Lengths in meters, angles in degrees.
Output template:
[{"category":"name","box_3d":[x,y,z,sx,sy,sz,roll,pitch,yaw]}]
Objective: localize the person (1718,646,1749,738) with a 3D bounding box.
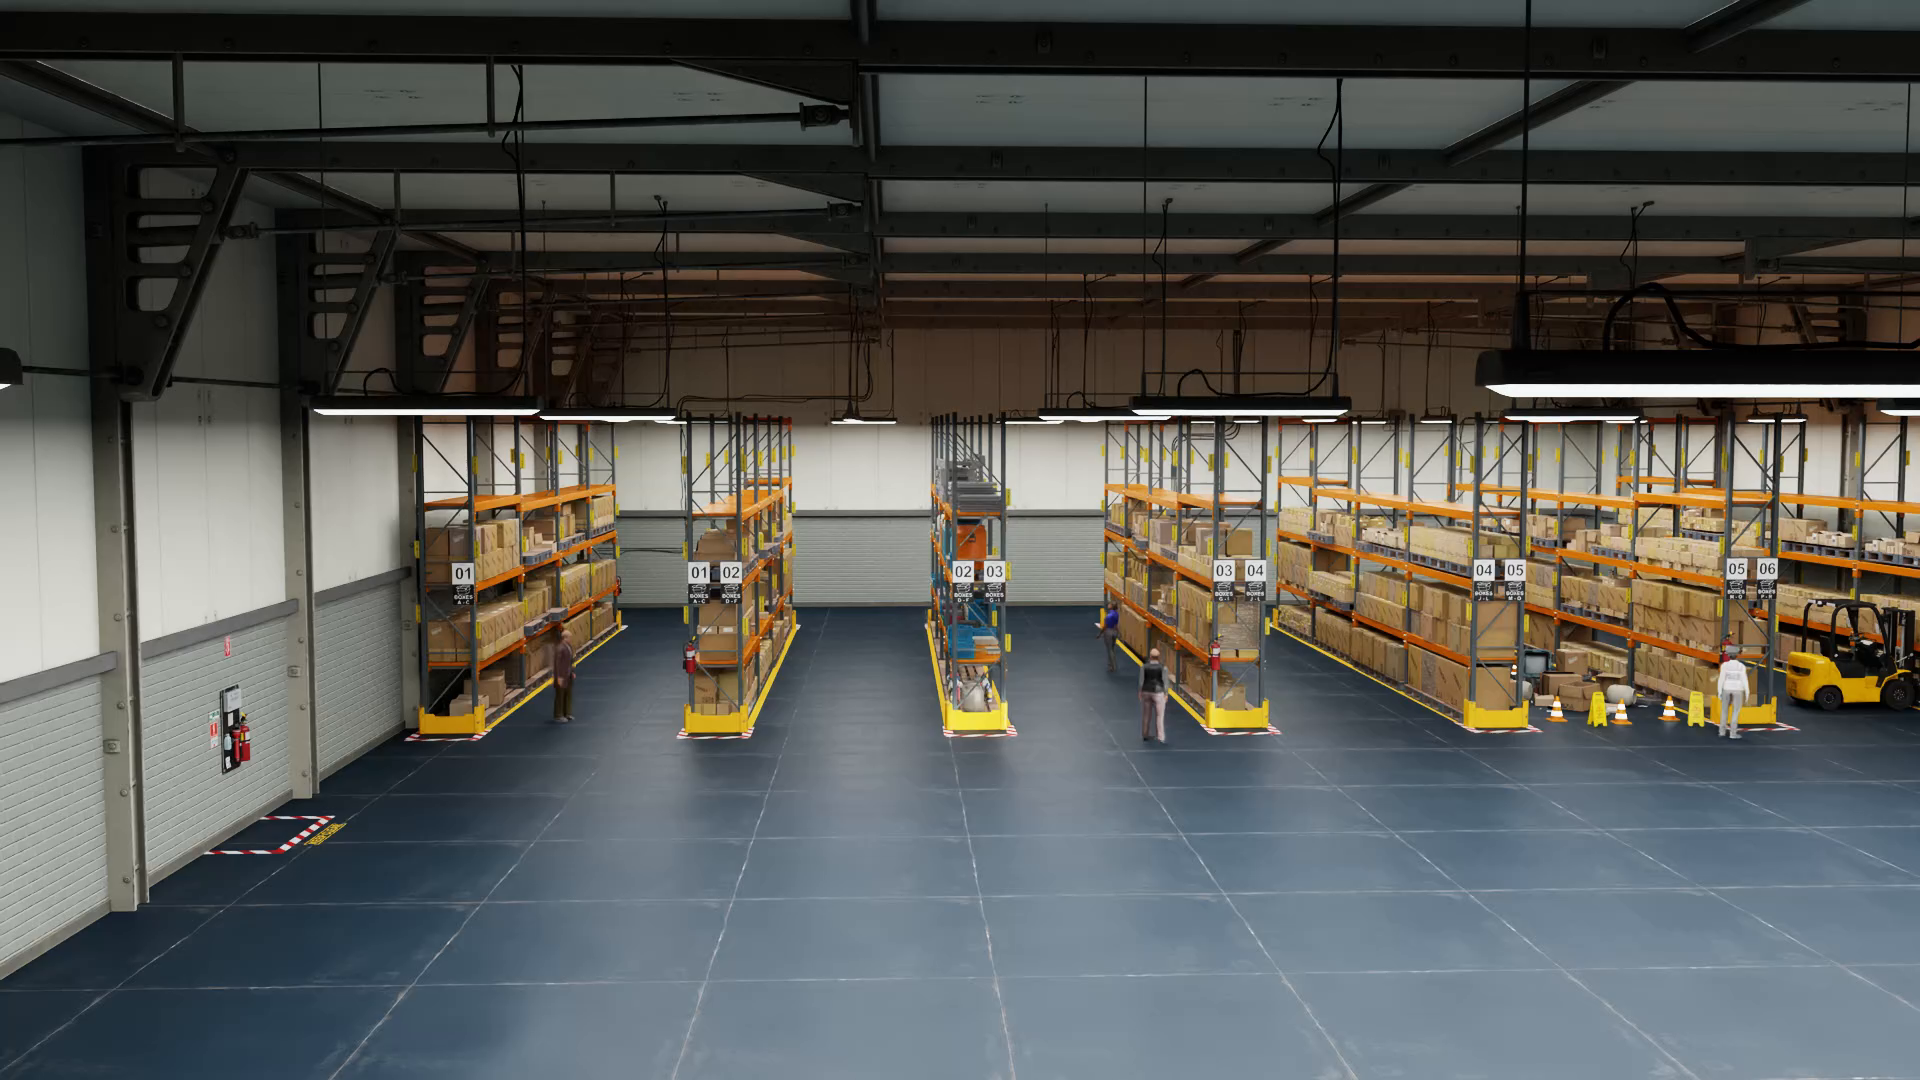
[{"category":"person","box_3d":[14.240,2.815,30.600,0.552,1.714,0.424,4,5,43]}]

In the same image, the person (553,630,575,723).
[{"category":"person","box_3d":[-7.694,2.642,32.278,0.430,1.793,0.606,1,4,12]}]

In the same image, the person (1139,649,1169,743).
[{"category":"person","box_3d":[3.533,2.816,30.180,0.588,1.722,0.511,3,5,37]}]

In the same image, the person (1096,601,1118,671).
[{"category":"person","box_3d":[3.476,2.278,38.932,0.522,1.707,0.598,-3,5,-41]}]
